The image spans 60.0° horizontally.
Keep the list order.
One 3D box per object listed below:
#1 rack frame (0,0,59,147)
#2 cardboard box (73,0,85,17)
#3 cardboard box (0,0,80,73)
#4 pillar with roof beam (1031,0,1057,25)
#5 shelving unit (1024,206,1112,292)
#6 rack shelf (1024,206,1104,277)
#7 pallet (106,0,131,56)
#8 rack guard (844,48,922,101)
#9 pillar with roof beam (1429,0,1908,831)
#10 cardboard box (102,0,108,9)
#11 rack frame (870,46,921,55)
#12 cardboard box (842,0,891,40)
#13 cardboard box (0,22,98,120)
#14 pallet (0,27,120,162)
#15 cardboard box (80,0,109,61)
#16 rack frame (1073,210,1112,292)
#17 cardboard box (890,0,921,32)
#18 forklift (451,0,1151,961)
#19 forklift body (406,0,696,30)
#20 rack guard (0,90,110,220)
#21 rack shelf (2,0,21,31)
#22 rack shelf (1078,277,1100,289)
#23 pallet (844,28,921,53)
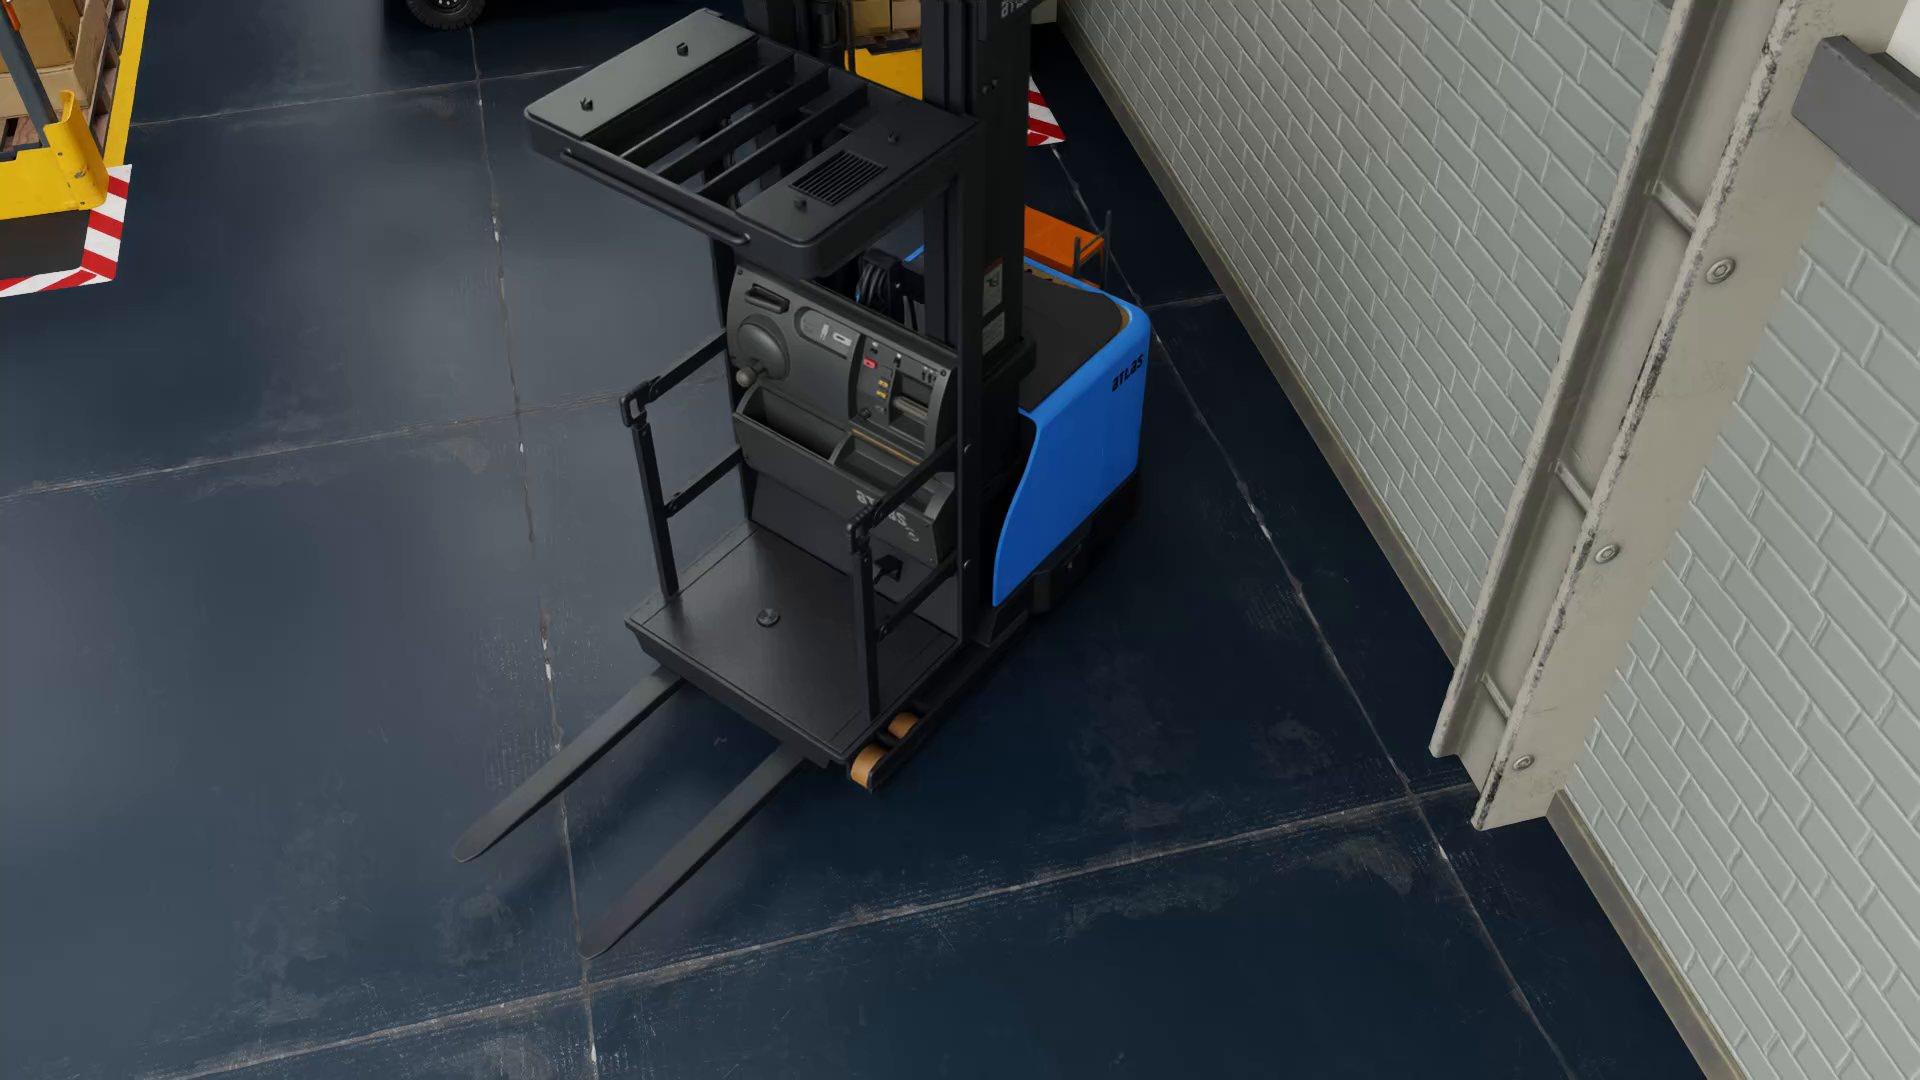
[{"bbox_3d":[-5.070,-2.755,7.600,1.000,3.000,0.127,-11,47,-10],"label":"rack frame"},{"bbox_3d":[-5.154,-3.186,9.129,0.500,0.500,0.500,-12,47,-12],"label":"cardboard box"},{"bbox_3d":[-5.016,-2.826,8.776,0.500,0.500,0.500,-12,47,-12],"label":"cardboard box"},{"bbox_3d":[-3.742,-5.623,6.211,9.100,9.000,0.400,-11,47,-10],"label":"pillar with roof beam"},{"bbox_3d":[0.330,-0.925,7.067,0.503,1.200,0.258,28,52,25],"label":"shelving unit"},{"bbox_3d":[0.330,-1.200,6.786,0.480,0.148,0.258,28,52,25],"label":"rack shelf"},{"bbox_3d":[-5.572,-3.239,10.027,1.003,0.211,1.213,-11,47,-10],"label":"pallet"},{"bbox_3d":[-0.267,-2.773,9.369,1.175,0.500,0.348,-11,47,-10],"label":"rack guard"},{"bbox_3d":[-2.206,-1.481,2.151,9.100,9.000,0.400,-11,47,-10],"label":"pillar with roof beam"},{"bbox_3d":[-5.285,-3.275,9.741,0.500,0.250,0.500,-8,46,-8],"label":"cardboard box"},{"bbox_3d":[-0.273,-3.665,8.492,1.000,3.000,0.127,-11,47,-10],"label":"rack frame"},{"bbox_3d":[-0.699,-3.116,9.585,0.500,0.250,0.500,-10,46,-10],"label":"cardboard box"},{"bbox_3d":[-5.010,-2.547,9.028,0.500,0.250,0.500,-11,47,-11],"label":"cardboard box"},{"bbox_3d":[-5.264,-2.399,9.204,1.003,0.211,1.213,-11,47,-10],"label":"pallet"},{"bbox_3d":[-5.133,-2.901,9.374,0.500,0.250,0.500,-9,46,-9],"label":"cardboard box"},{"bbox_3d":[0.525,-0.820,6.964,0.015,1.200,0.240,28,52,25],"label":"rack frame"},{"bbox_3d":[-0.210,-3.224,9.692,0.500,0.250,0.500,-11,47,-10],"label":"cardboard box"},{"bbox_3d":[-0.545,-0.517,5.455,1.130,2.935,3.031,29,52,25],"label":"forklift"},{"bbox_3d":[-2.522,-4.343,9.751,2.313,2.155,1.214,-11,47,-10],"label":"forklift body"},{"bbox_3d":[-5.090,-1.932,8.544,1.175,0.500,0.348,-11,47,-10],"label":"rack guard"},{"bbox_3d":[-5.582,-3.884,9.210,1.077,0.370,4.000,-11,47,-10],"label":"rack shelf"},{"bbox_3d":[0.330,-1.034,6.955,0.480,0.148,0.258,28,52,25],"label":"rack shelf"},{"bbox_3d":[-0.509,-3.209,9.998,1.003,0.211,1.213,-11,47,-10],"label":"pallet"}]
